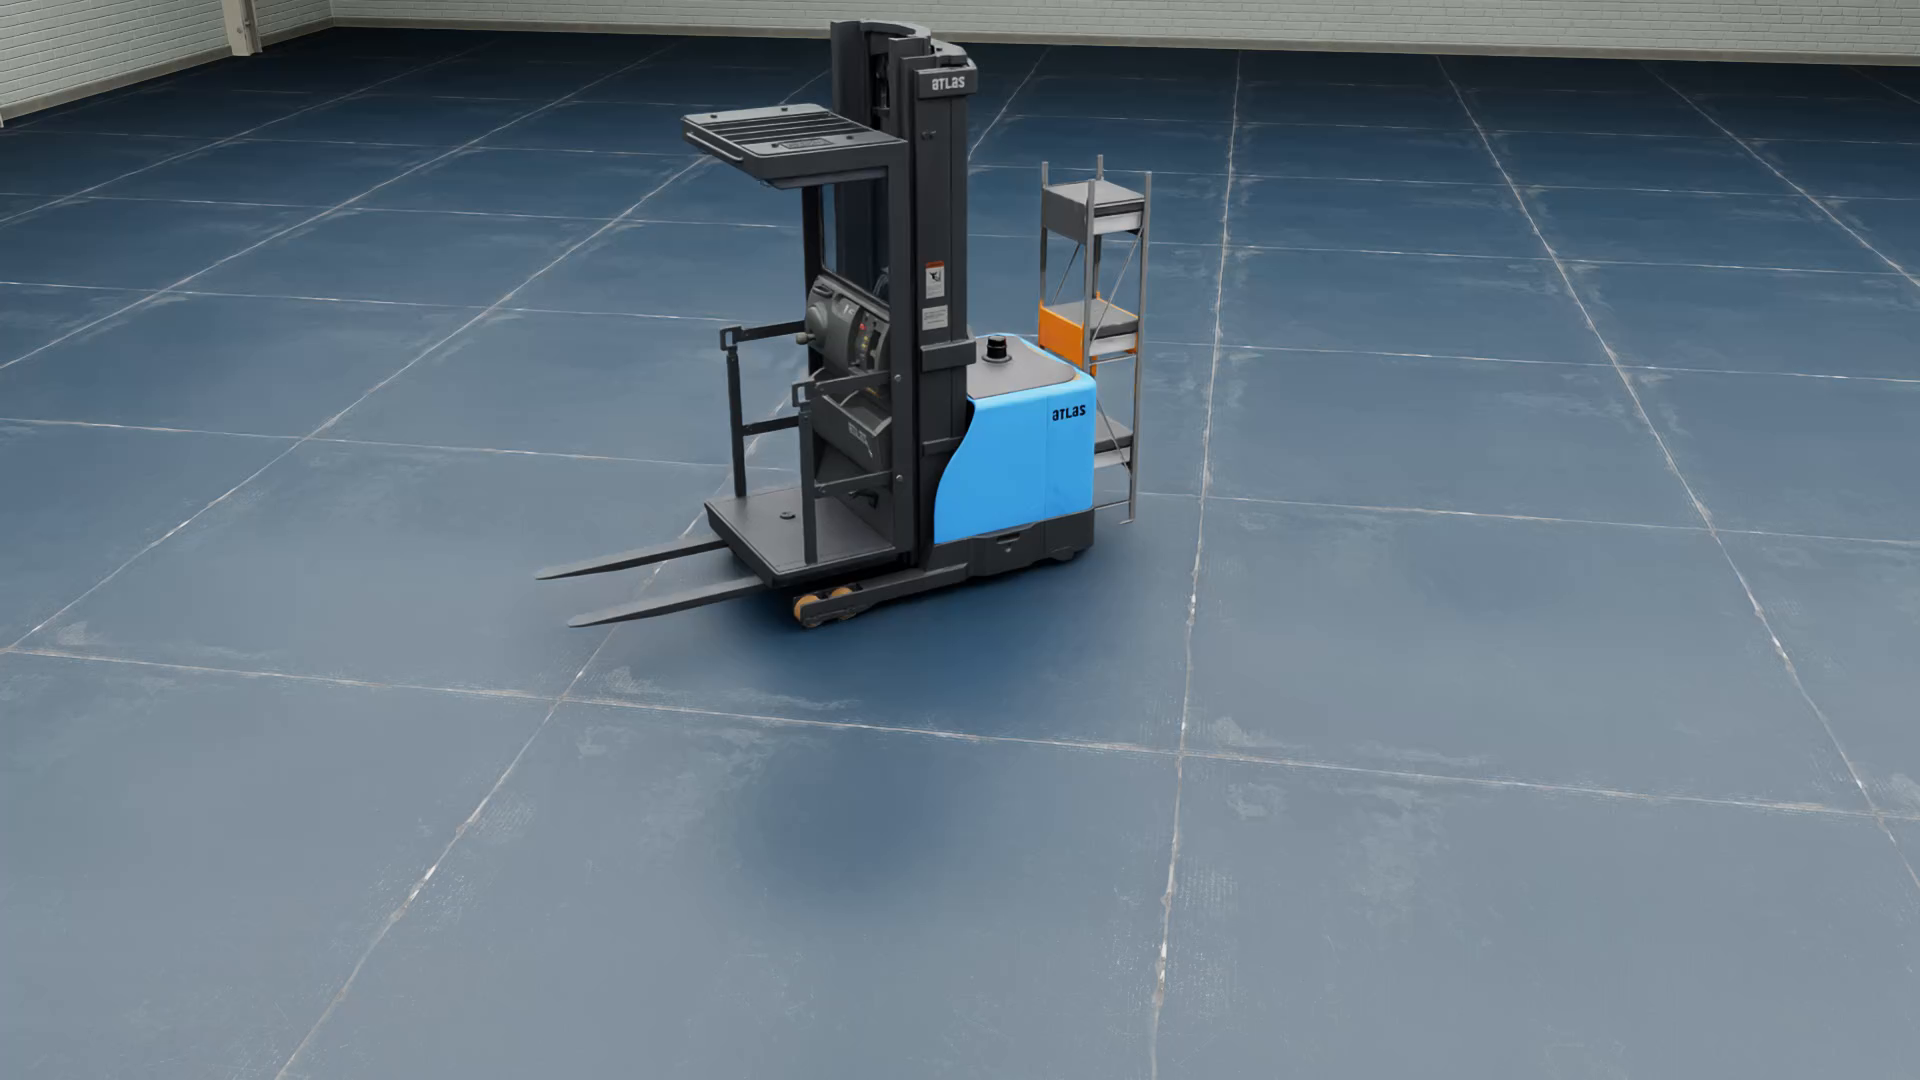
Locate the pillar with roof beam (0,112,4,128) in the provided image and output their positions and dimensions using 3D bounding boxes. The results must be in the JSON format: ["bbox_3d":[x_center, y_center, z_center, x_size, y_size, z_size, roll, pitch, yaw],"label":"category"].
[{"bbox_3d":[-7.884,-8.872,18.089,9.100,9.000,0.400,4,25,9],"label":"pillar with roof beam"}]

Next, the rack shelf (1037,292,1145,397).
[{"bbox_3d":[0.754,-1.103,9.661,0.431,0.518,0.480,-13,28,-25],"label":"rack shelf"}]

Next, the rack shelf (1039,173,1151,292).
[{"bbox_3d":[0.754,-1.737,9.365,0.431,0.518,0.480,-13,28,-25],"label":"rack shelf"}]

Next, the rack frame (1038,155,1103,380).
[{"bbox_3d":[0.638,-1.206,9.850,0.400,2.100,0.015,-13,28,-25],"label":"rack frame"}]

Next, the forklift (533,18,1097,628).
[{"bbox_3d":[-0.776,-1.122,8.690,3.031,2.935,1.130,-13,28,-25],"label":"forklift"}]

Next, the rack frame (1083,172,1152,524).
[{"bbox_3d":[0.870,-1.024,9.461,0.400,2.100,0.015,-13,28,-25],"label":"rack frame"}]

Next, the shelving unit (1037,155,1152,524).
[{"bbox_3d":[0.754,-1.115,9.656,0.431,2.100,0.503,-13,28,-25],"label":"shelving unit"}]

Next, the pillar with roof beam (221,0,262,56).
[{"bbox_3d":[-6.904,-11.381,23.450,9.100,9.000,0.400,4,25,9],"label":"pillar with roof beam"}]

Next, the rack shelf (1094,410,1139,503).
[{"bbox_3d":[0.754,-0.469,9.958,0.431,0.518,0.480,-13,28,-25],"label":"rack shelf"}]
